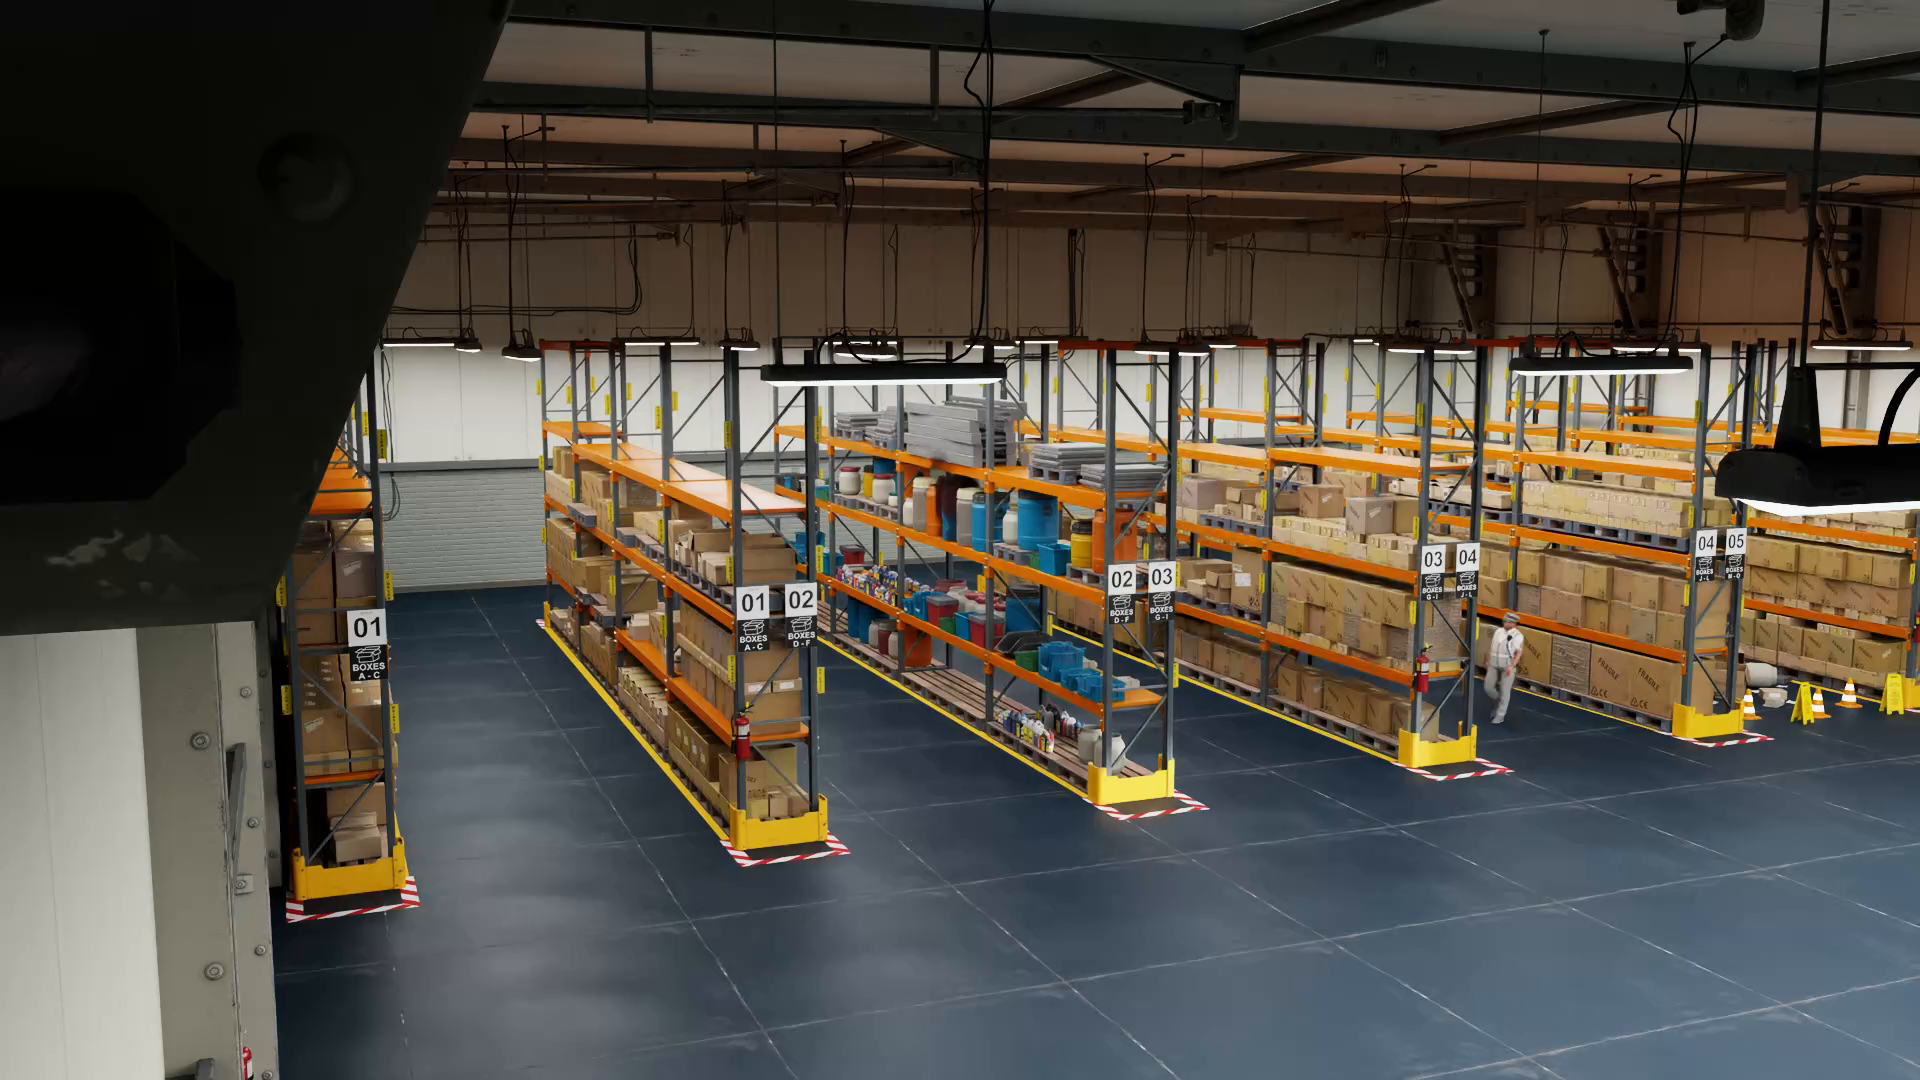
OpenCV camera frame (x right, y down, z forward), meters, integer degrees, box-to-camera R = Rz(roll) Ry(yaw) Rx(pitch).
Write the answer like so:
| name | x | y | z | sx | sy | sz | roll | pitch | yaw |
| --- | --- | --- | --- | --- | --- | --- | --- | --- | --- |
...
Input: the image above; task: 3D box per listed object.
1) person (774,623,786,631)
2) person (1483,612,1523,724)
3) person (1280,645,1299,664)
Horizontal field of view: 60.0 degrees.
| name | x | y | z | sx | sy | sz | roll | pitch | yaw |
| --- | --- | --- | --- | --- | --- | --- | --- | --- | --- |
| person | -3.499 | 1.304 | 32.217 | 0.602 | 1.733 | 0.554 | -1 | 7 | -6 |
| person | 8.625 | 2.025 | 26.509 | 0.606 | 1.755 | 0.623 | 6 | 10 | 40 |
| person | 6.076 | 1.498 | 30.412 | 0.550 | 1.792 | 0.475 | 4 | 8 | 28 |
